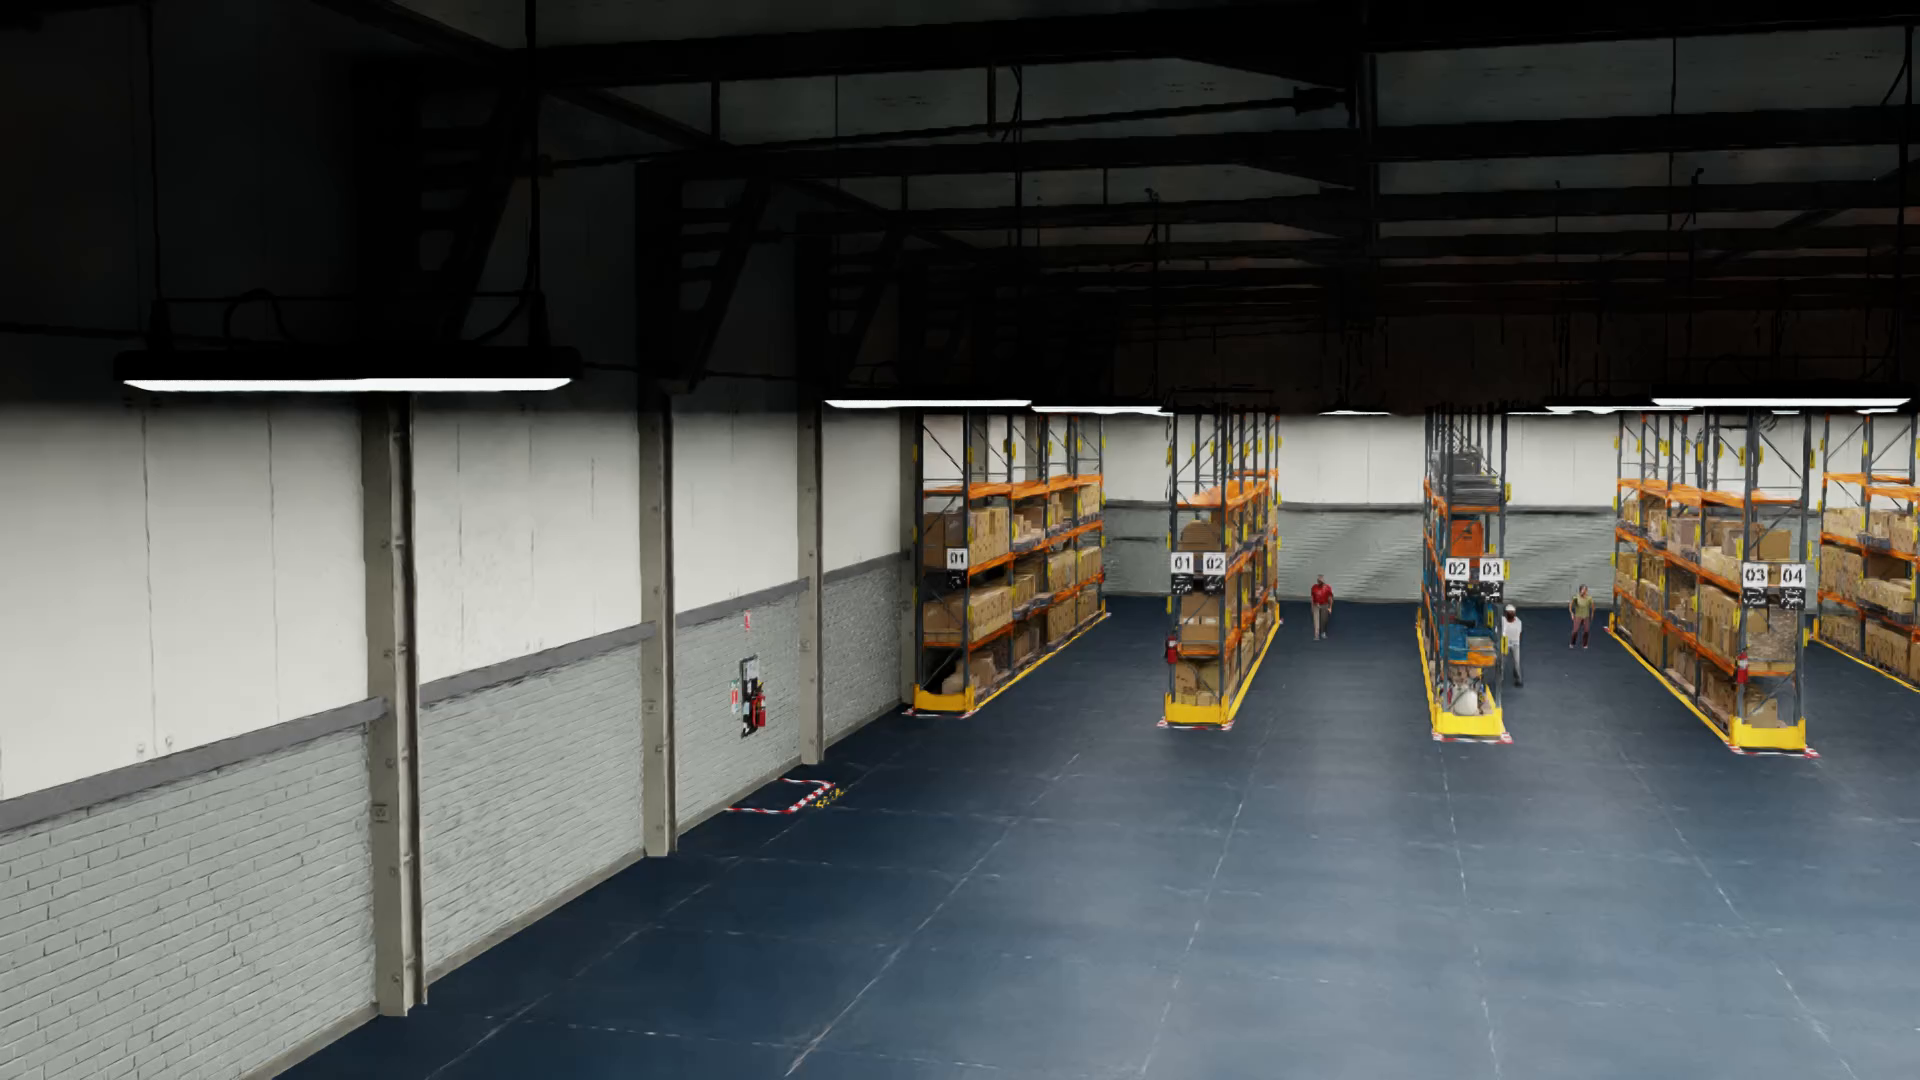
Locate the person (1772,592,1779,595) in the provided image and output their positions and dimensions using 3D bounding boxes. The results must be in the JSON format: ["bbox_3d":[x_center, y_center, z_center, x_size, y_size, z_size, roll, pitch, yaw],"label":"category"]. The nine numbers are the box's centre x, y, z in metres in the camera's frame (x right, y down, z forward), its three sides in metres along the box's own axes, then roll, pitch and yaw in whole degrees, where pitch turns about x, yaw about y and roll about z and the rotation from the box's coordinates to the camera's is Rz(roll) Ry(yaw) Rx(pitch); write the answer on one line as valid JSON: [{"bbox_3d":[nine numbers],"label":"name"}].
[{"bbox_3d":[19.390,1.935,39.547,0.565,1.736,1.043,1,4,13],"label":"person"}]

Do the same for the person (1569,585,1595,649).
[{"bbox_3d":[15.328,1.893,41.011,0.598,1.619,0.507,1,4,12],"label":"person"}]

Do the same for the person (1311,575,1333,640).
[{"bbox_3d":[9.319,1.719,42.861,0.556,1.669,1.040,1,4,13],"label":"person"}]

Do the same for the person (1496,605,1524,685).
[{"bbox_3d":[11.762,2.231,35.622,0.571,1.708,1.035,0,4,6],"label":"person"}]
